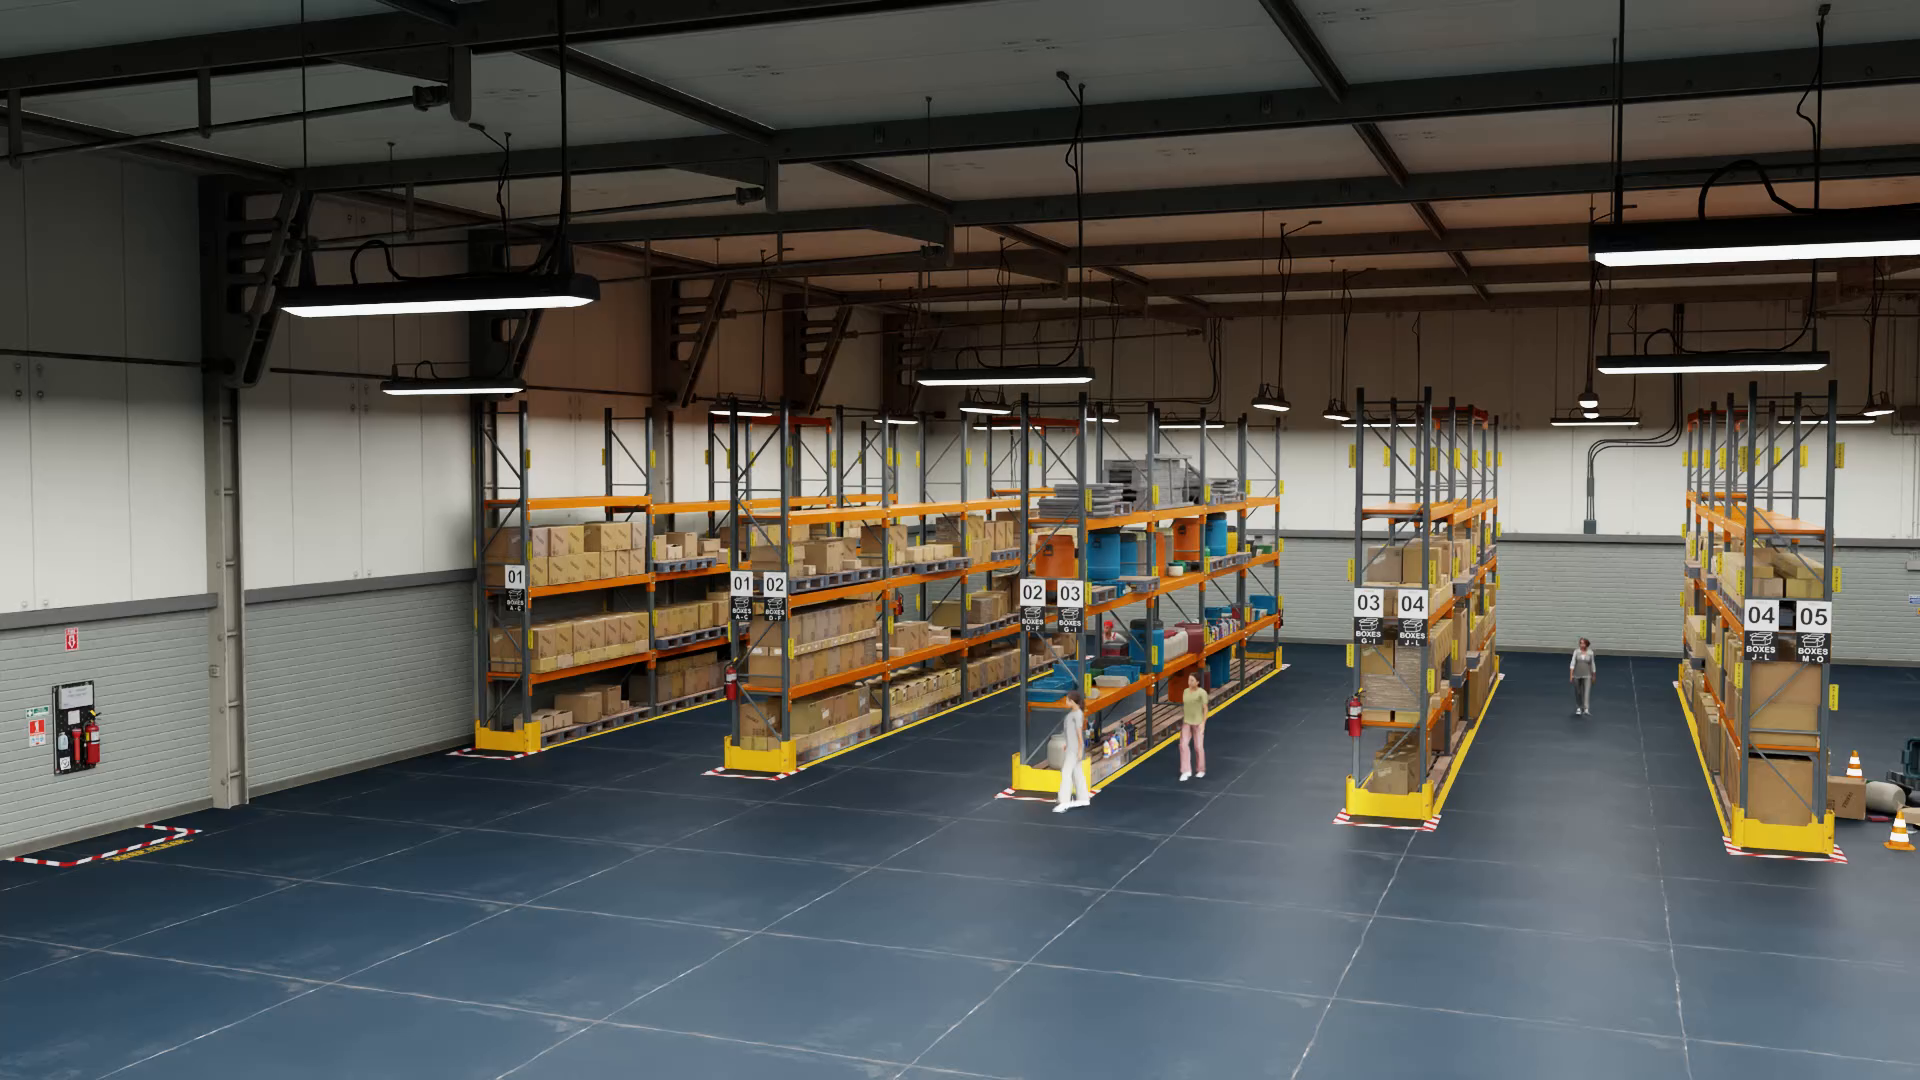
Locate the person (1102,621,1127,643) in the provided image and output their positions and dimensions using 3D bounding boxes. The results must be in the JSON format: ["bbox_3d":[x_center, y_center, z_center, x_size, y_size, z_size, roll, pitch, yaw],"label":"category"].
[{"bbox_3d":[3.143,2.494,34.324,0.690,1.688,0.625,2,3,33],"label":"person"}]

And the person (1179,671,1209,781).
[{"bbox_3d":[3.662,2.918,26.021,0.496,1.727,0.534,2,4,40],"label":"person"}]

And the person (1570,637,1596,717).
[{"bbox_3d":[12.024,2.651,32.142,0.448,1.538,1.011,1,3,28],"label":"person"}]

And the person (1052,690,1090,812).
[{"bbox_3d":[1.589,3.012,23.832,0.571,1.706,0.552,0,3,-2],"label":"person"}]
